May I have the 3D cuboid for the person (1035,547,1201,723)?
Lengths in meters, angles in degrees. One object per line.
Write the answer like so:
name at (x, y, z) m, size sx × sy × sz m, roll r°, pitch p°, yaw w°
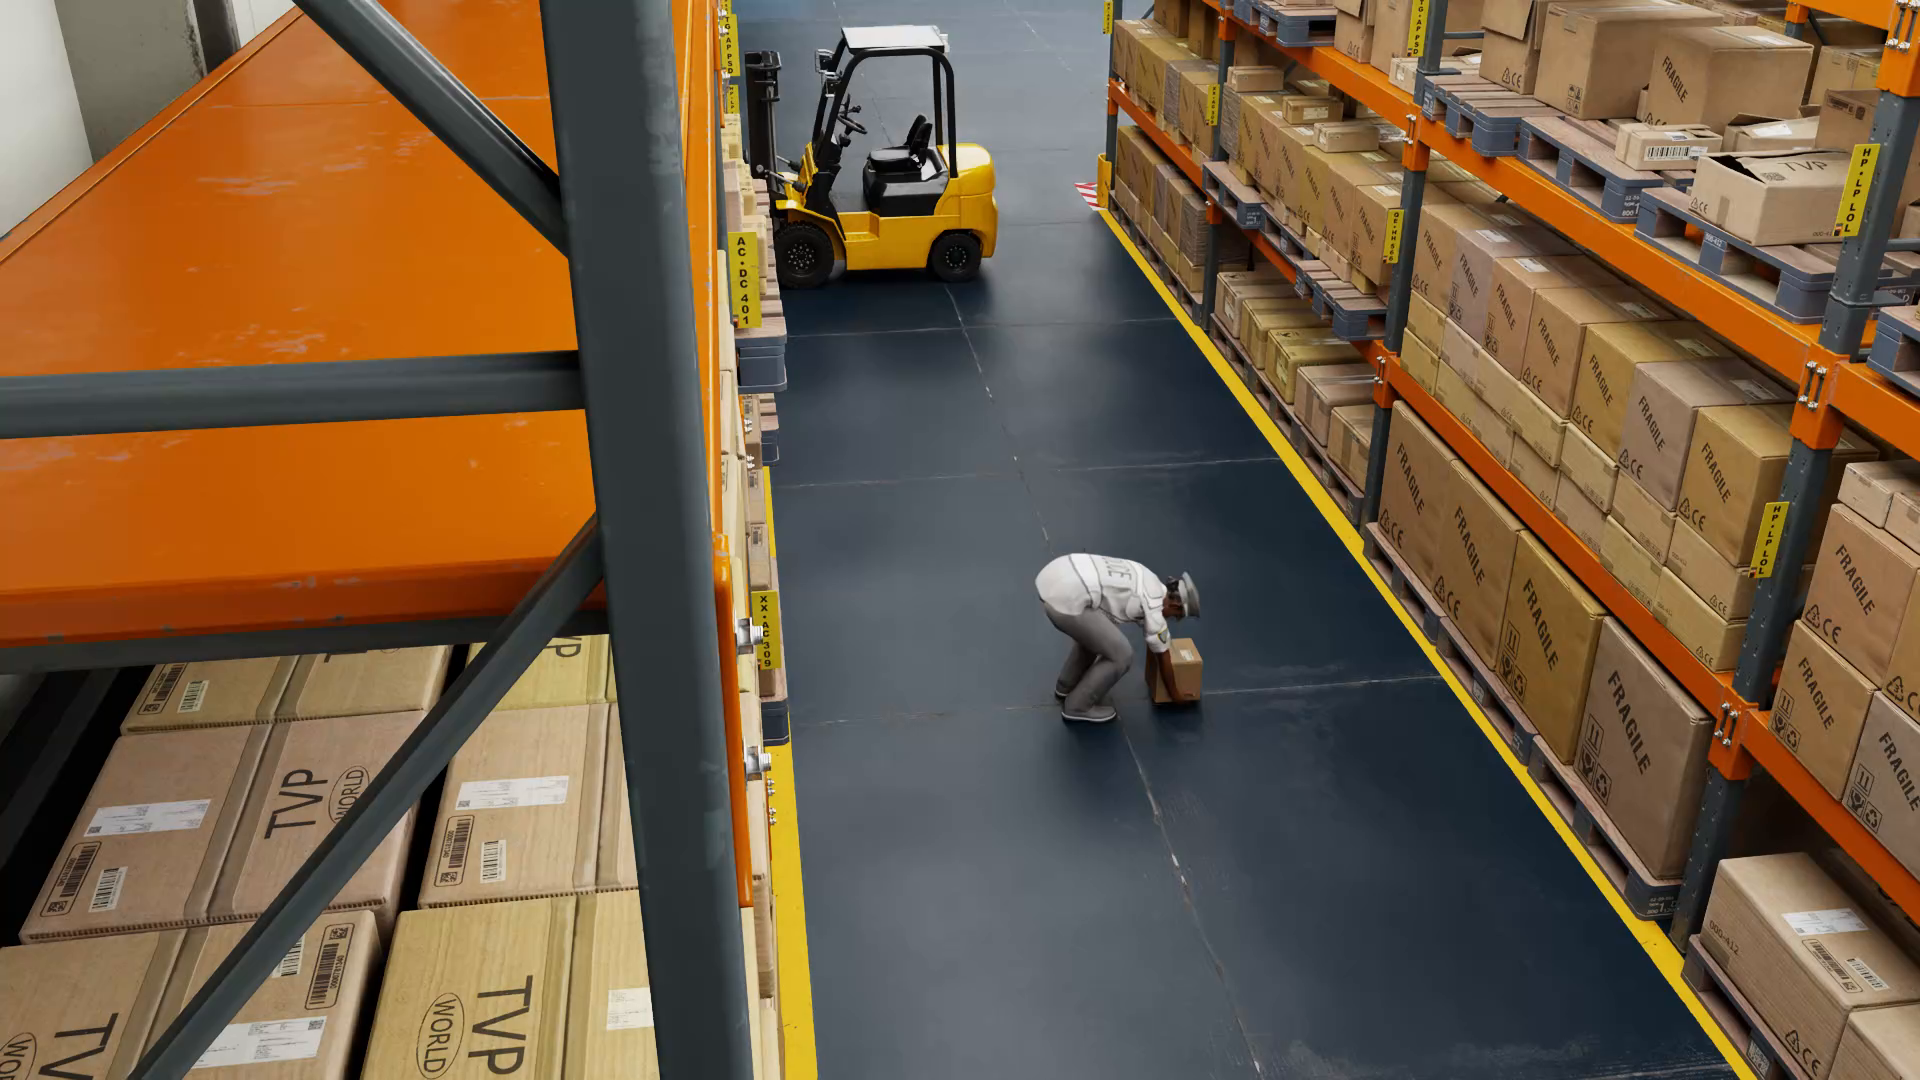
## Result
person at (0.853, 0.496, 8.954) m, size 0.904 × 0.908 × 0.465 m, roll -4°, pitch 28°, yaw -8°
